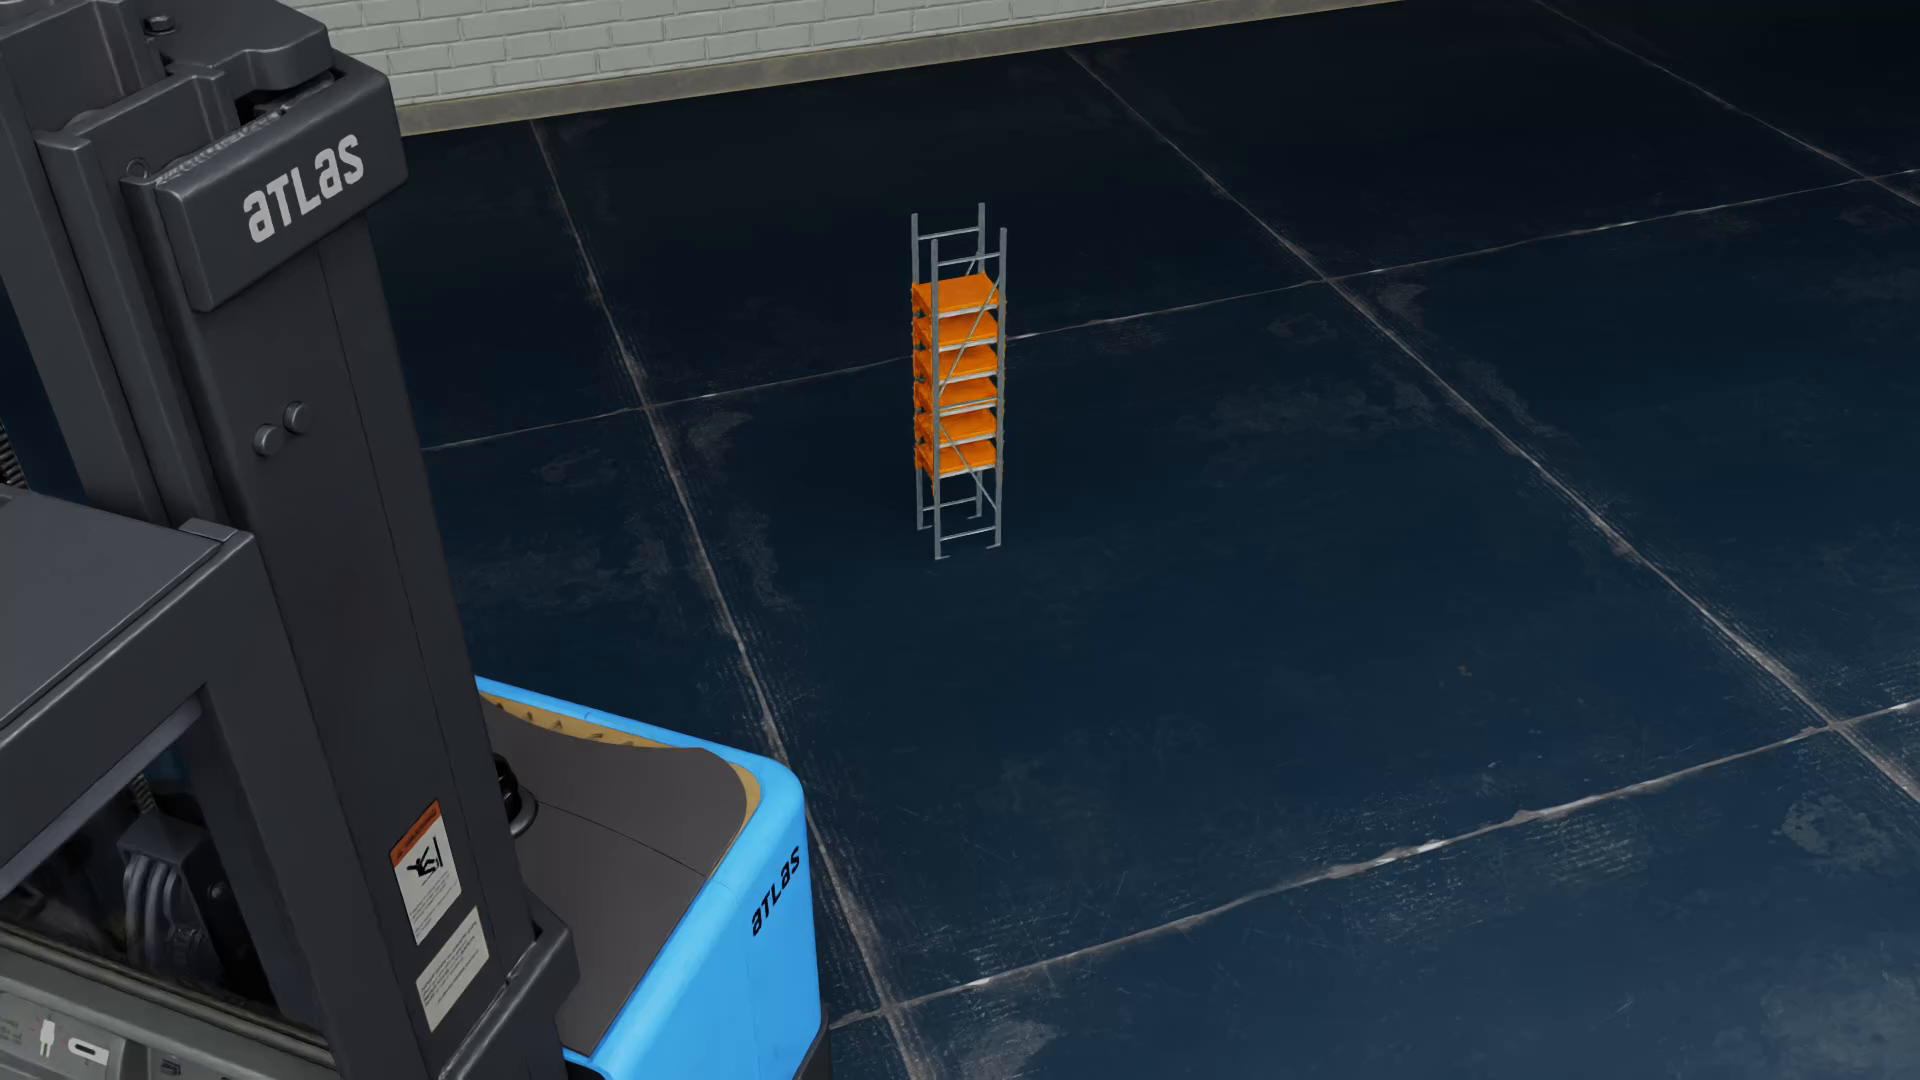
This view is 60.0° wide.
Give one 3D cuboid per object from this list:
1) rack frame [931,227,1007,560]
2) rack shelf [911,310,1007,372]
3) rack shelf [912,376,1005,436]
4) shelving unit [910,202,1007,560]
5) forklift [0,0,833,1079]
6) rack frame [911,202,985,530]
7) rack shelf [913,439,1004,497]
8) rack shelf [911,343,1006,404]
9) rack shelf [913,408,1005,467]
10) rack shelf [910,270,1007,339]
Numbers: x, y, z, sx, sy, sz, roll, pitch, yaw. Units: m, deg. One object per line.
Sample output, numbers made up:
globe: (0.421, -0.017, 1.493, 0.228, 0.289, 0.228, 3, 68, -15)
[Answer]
rack frame: (0.026, -0.436, 5.331, 0.240, 1.200, 0.006, -12, 39, -16)
rack shelf: (-0.005, -0.644, 5.282, 0.258, 0.103, 0.180, -12, 39, -16)
rack shelf: (-0.005, -0.452, 5.427, 0.258, 0.103, 0.180, -12, 39, -16)
shelving unit: (-0.005, -0.487, 5.400, 0.258, 1.200, 0.189, -12, 39, -16)
forklift: (-1.302, 0.868, 2.161, 1.130, 2.935, 3.031, 13, 39, 17)
rack frame: (-0.036, -0.539, 5.468, 0.240, 1.200, 0.006, -12, 39, -16)
rack shelf: (-0.005, -0.260, 5.571, 0.258, 0.103, 0.180, -12, 39, -16)
rack shelf: (-0.005, -0.548, 5.354, 0.258, 0.103, 0.180, -12, 39, -16)
rack shelf: (-0.005, -0.356, 5.499, 0.258, 0.103, 0.180, -12, 39, -16)
rack shelf: (-0.005, -0.739, 5.210, 0.258, 0.103, 0.180, -12, 39, -16)
